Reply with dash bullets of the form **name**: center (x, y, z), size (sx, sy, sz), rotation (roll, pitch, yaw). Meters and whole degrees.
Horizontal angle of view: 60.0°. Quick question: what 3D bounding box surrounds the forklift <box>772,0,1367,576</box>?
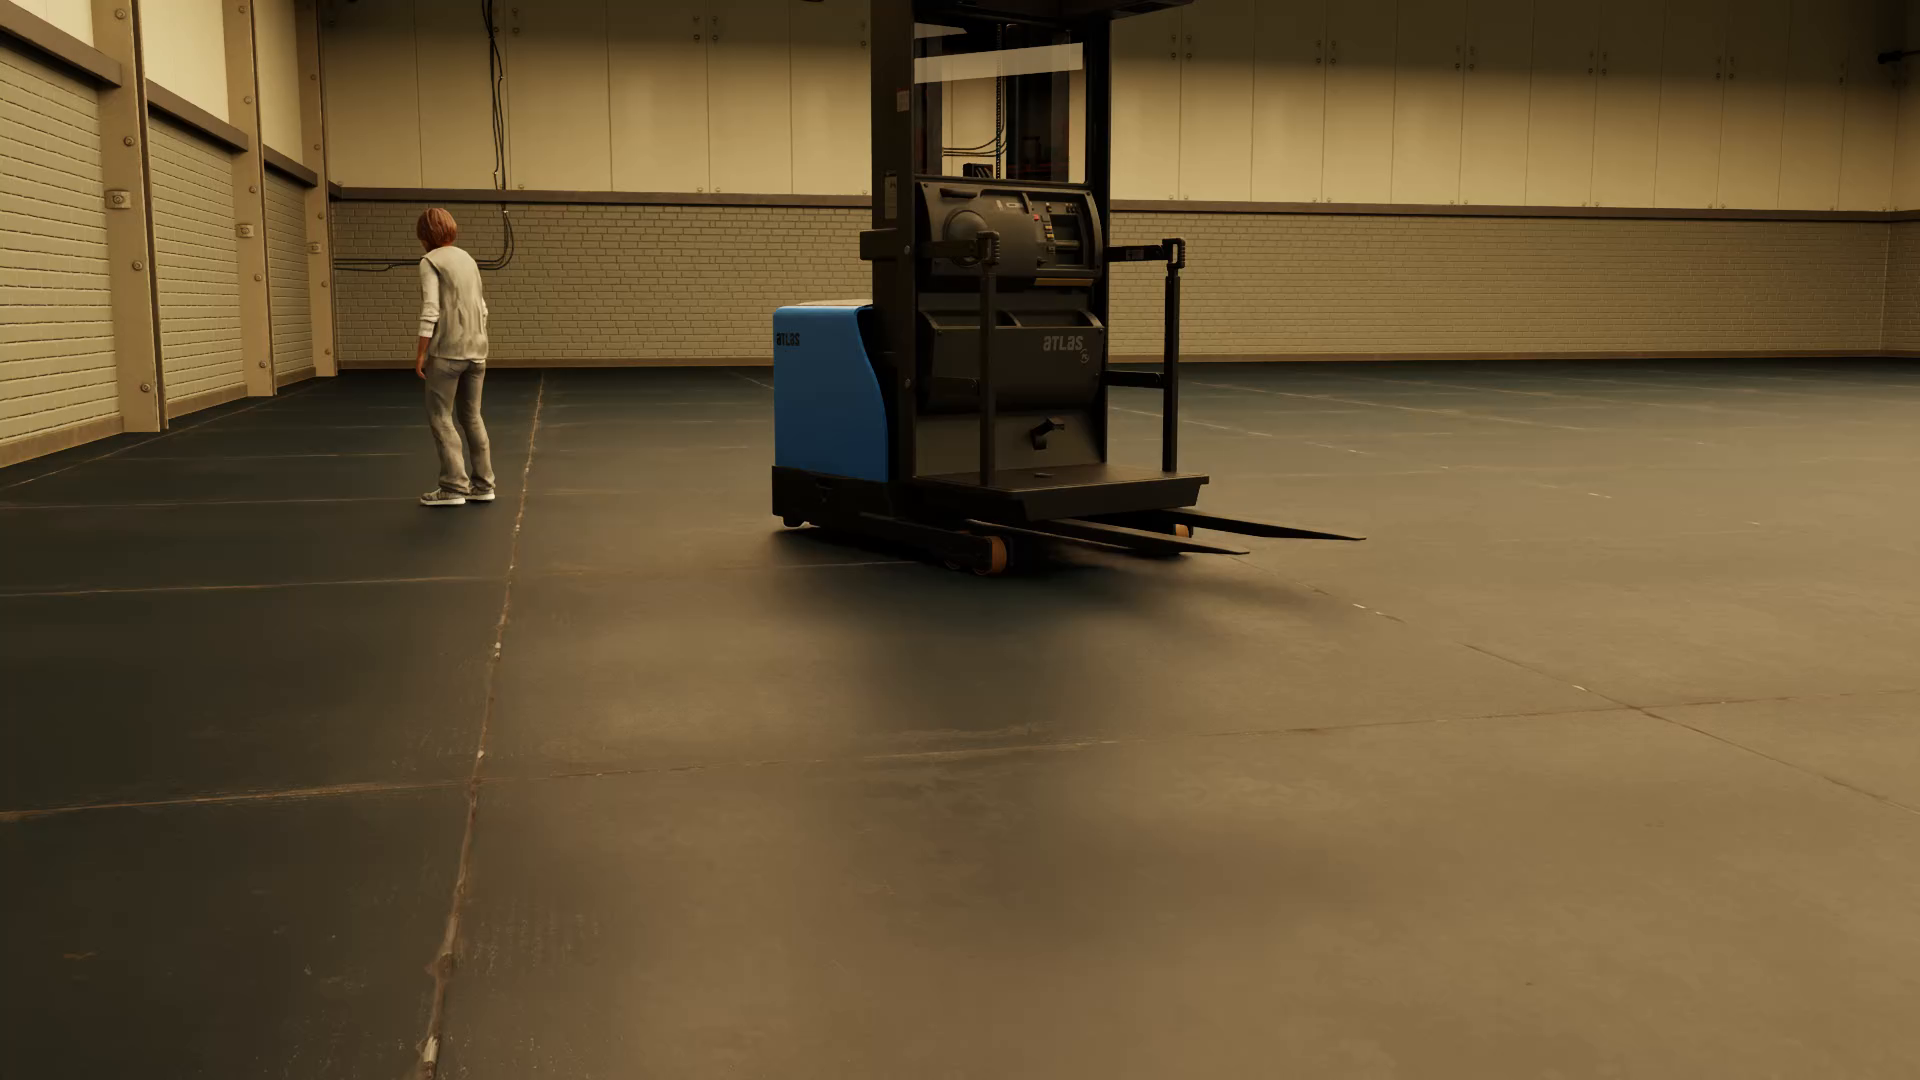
- **forklift**: center (0.355, -1.383, 7.015), size (1.130, 2.935, 3.031), rotation (-6, 10, -35)

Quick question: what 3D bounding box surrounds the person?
- **person**: center (-2.746, -0.986, 9.012), size (0.346, 1.593, 0.478), rotation (4, 9, 27)
